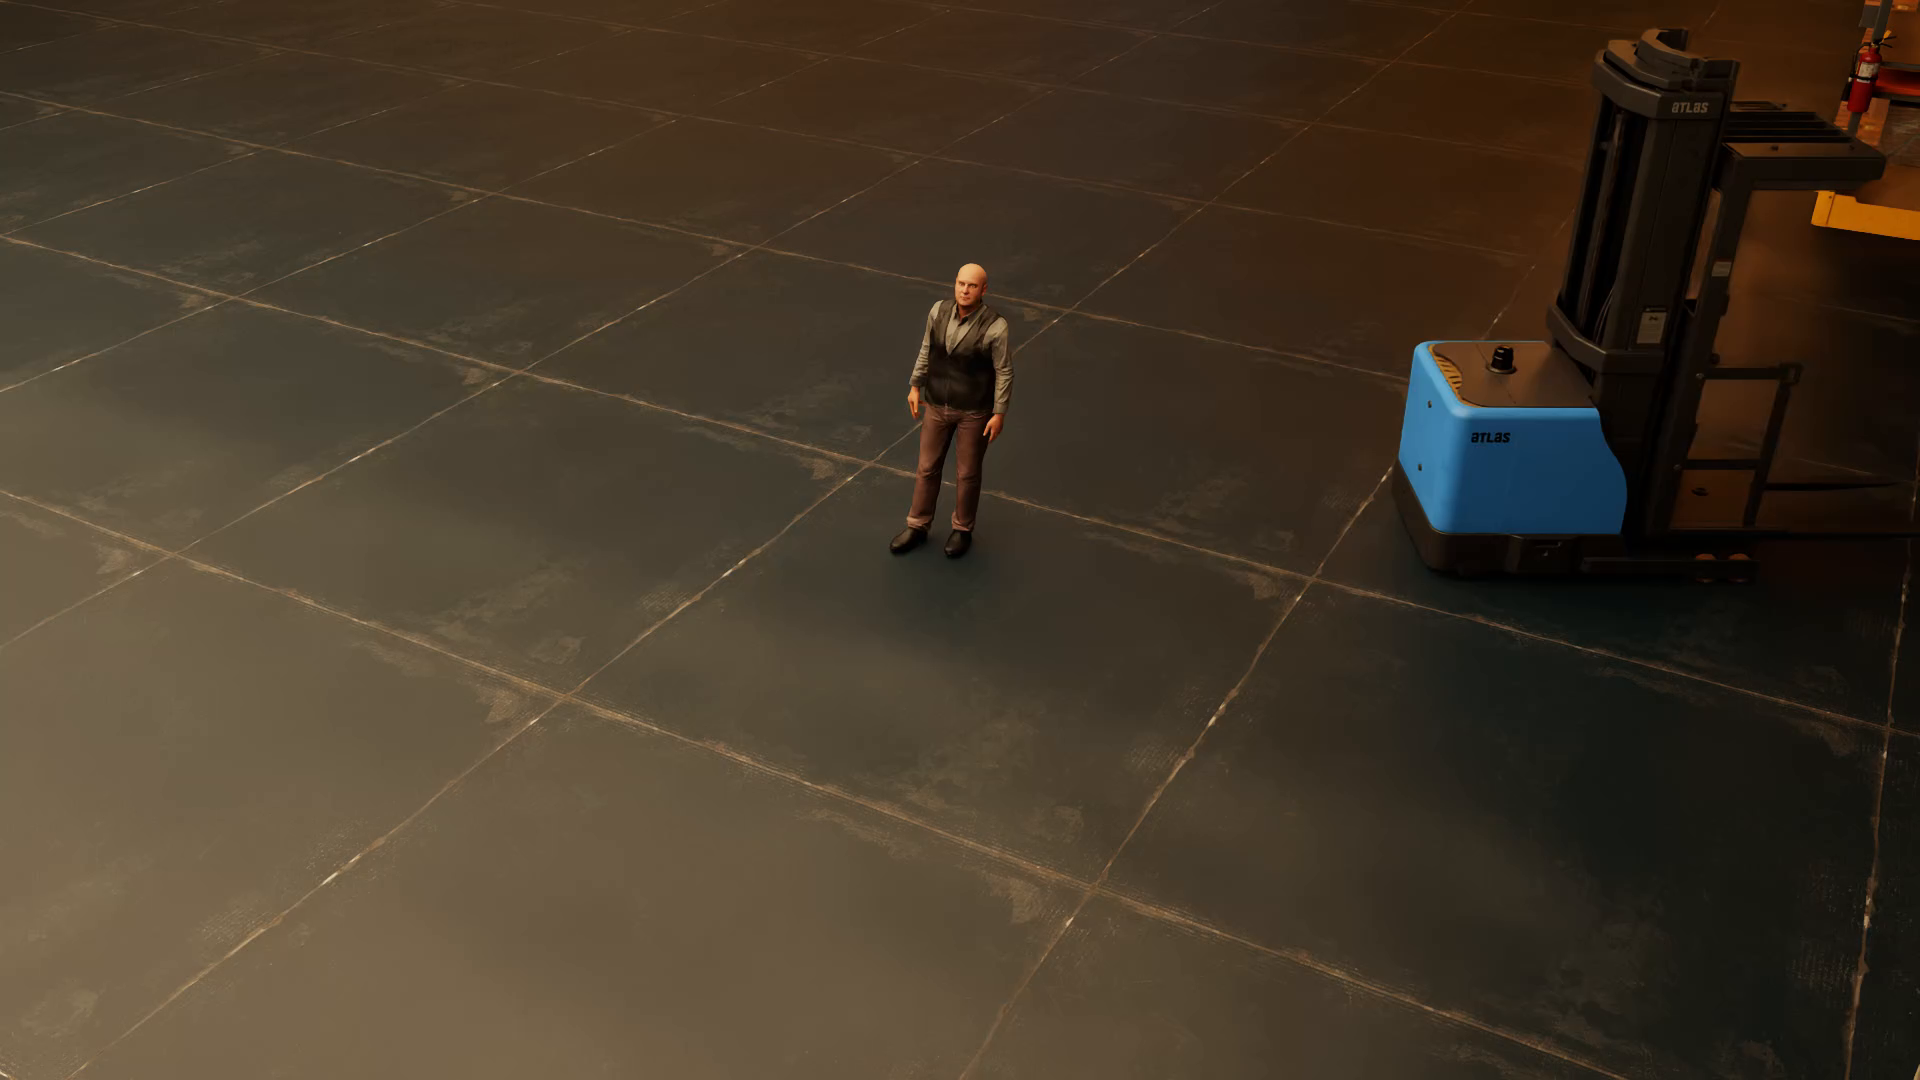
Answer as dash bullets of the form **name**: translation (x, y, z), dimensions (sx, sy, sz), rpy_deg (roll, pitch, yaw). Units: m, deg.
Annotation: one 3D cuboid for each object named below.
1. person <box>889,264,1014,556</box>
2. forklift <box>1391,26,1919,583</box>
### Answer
- **person**: translation (-0.037, -0.726, 9.524), dimensions (0.633, 1.722, 0.566), rpy_deg (15, 33, 25)
- **forklift**: translation (4.204, -1.290, 9.306), dimensions (3.031, 2.935, 1.130), rpy_deg (0, 30, 0)
